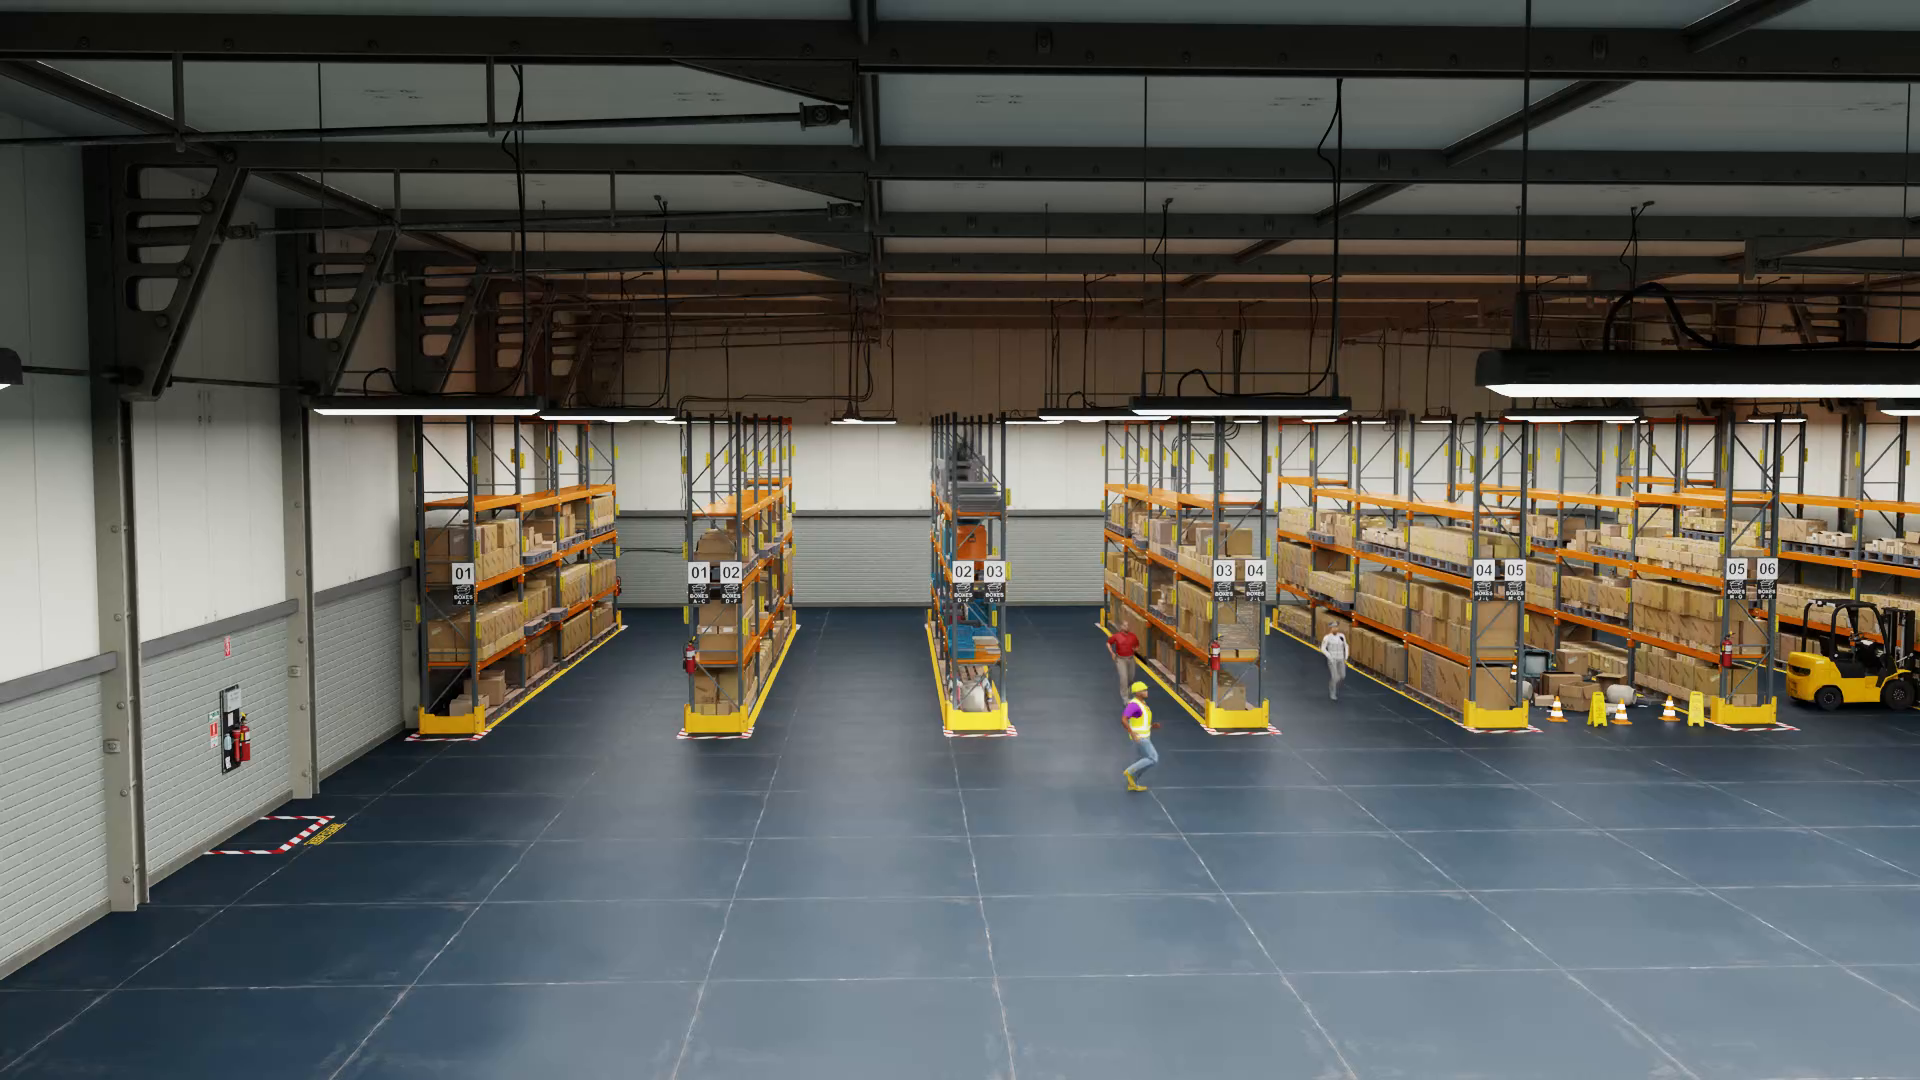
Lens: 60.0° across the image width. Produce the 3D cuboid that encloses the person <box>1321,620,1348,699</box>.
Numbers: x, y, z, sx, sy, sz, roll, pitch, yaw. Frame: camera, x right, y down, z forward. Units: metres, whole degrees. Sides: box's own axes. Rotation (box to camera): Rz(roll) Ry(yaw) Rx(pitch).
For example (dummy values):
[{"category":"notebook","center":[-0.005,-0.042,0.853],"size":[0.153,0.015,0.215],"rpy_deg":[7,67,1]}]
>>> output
[{"category":"person","center":[7.912,2.519,35.015],"size":[0.624,1.663,0.492],"rpy_deg":[0,4,-7]}]

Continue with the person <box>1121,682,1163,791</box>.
[{"category":"person","center":[2.870,3.082,26.071],"size":[0.583,1.720,0.695],"rpy_deg":[1,4,17]}]

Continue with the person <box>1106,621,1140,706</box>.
[{"category":"person","center":[3.411,2.516,34.391],"size":[0.672,1.700,0.933],"rpy_deg":[-1,4,-16]}]

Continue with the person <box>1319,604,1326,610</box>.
[{"category":"person","center":[10.682,1.545,48.713],"size":[0.731,1.723,0.853],"rpy_deg":[-2,4,-28]}]
